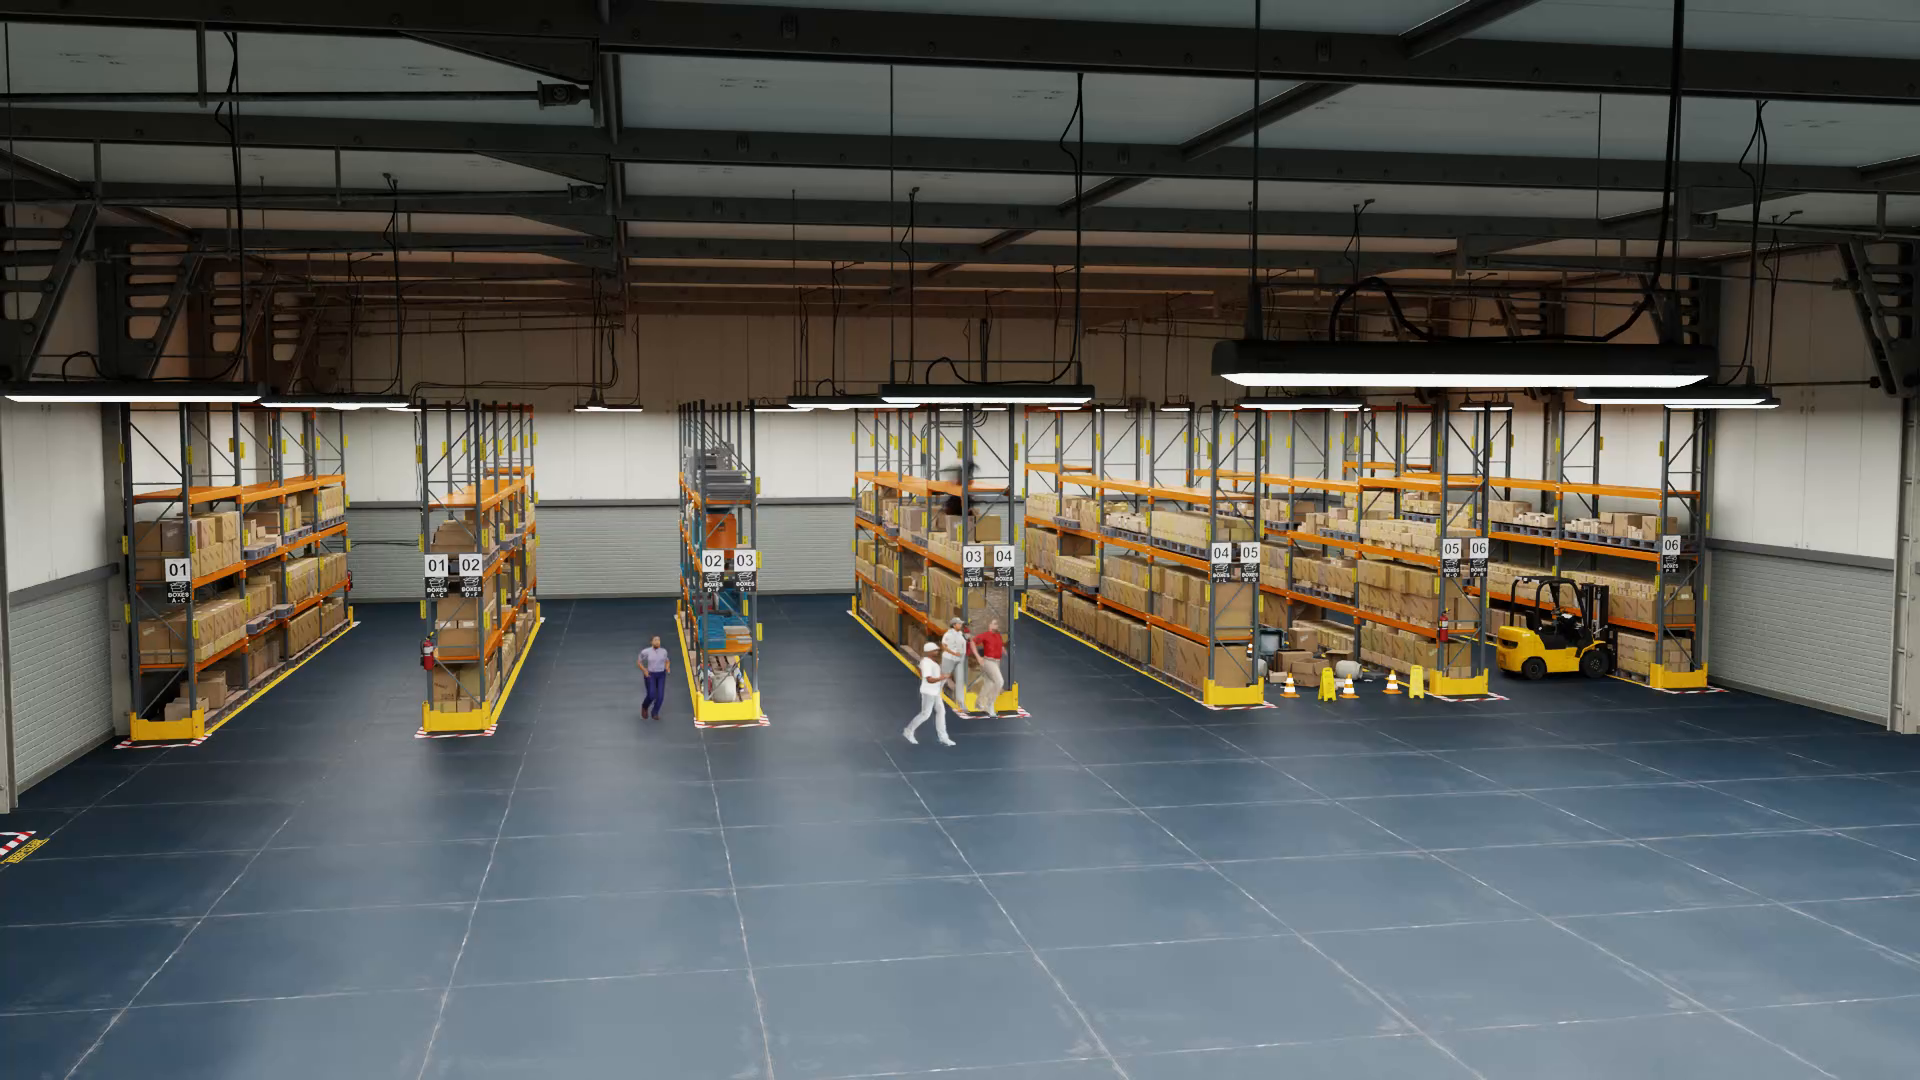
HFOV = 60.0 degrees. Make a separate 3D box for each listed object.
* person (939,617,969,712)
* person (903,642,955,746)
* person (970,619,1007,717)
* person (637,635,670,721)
[{"bbox_3d":[-0.094,2.290,30.884,0.803,1.707,0.677,4,6,42],"label":"person"},{"bbox_3d":[-0.532,2.654,28.652,0.903,1.794,0.721,1,4,10],"label":"person"},{"bbox_3d":[0.578,2.328,30.548,0.664,1.752,0.660,2,5,28],"label":"person"},{"bbox_3d":[-5.676,2.581,31.070,0.602,1.600,0.542,-3,5,-31],"label":"person"}]
